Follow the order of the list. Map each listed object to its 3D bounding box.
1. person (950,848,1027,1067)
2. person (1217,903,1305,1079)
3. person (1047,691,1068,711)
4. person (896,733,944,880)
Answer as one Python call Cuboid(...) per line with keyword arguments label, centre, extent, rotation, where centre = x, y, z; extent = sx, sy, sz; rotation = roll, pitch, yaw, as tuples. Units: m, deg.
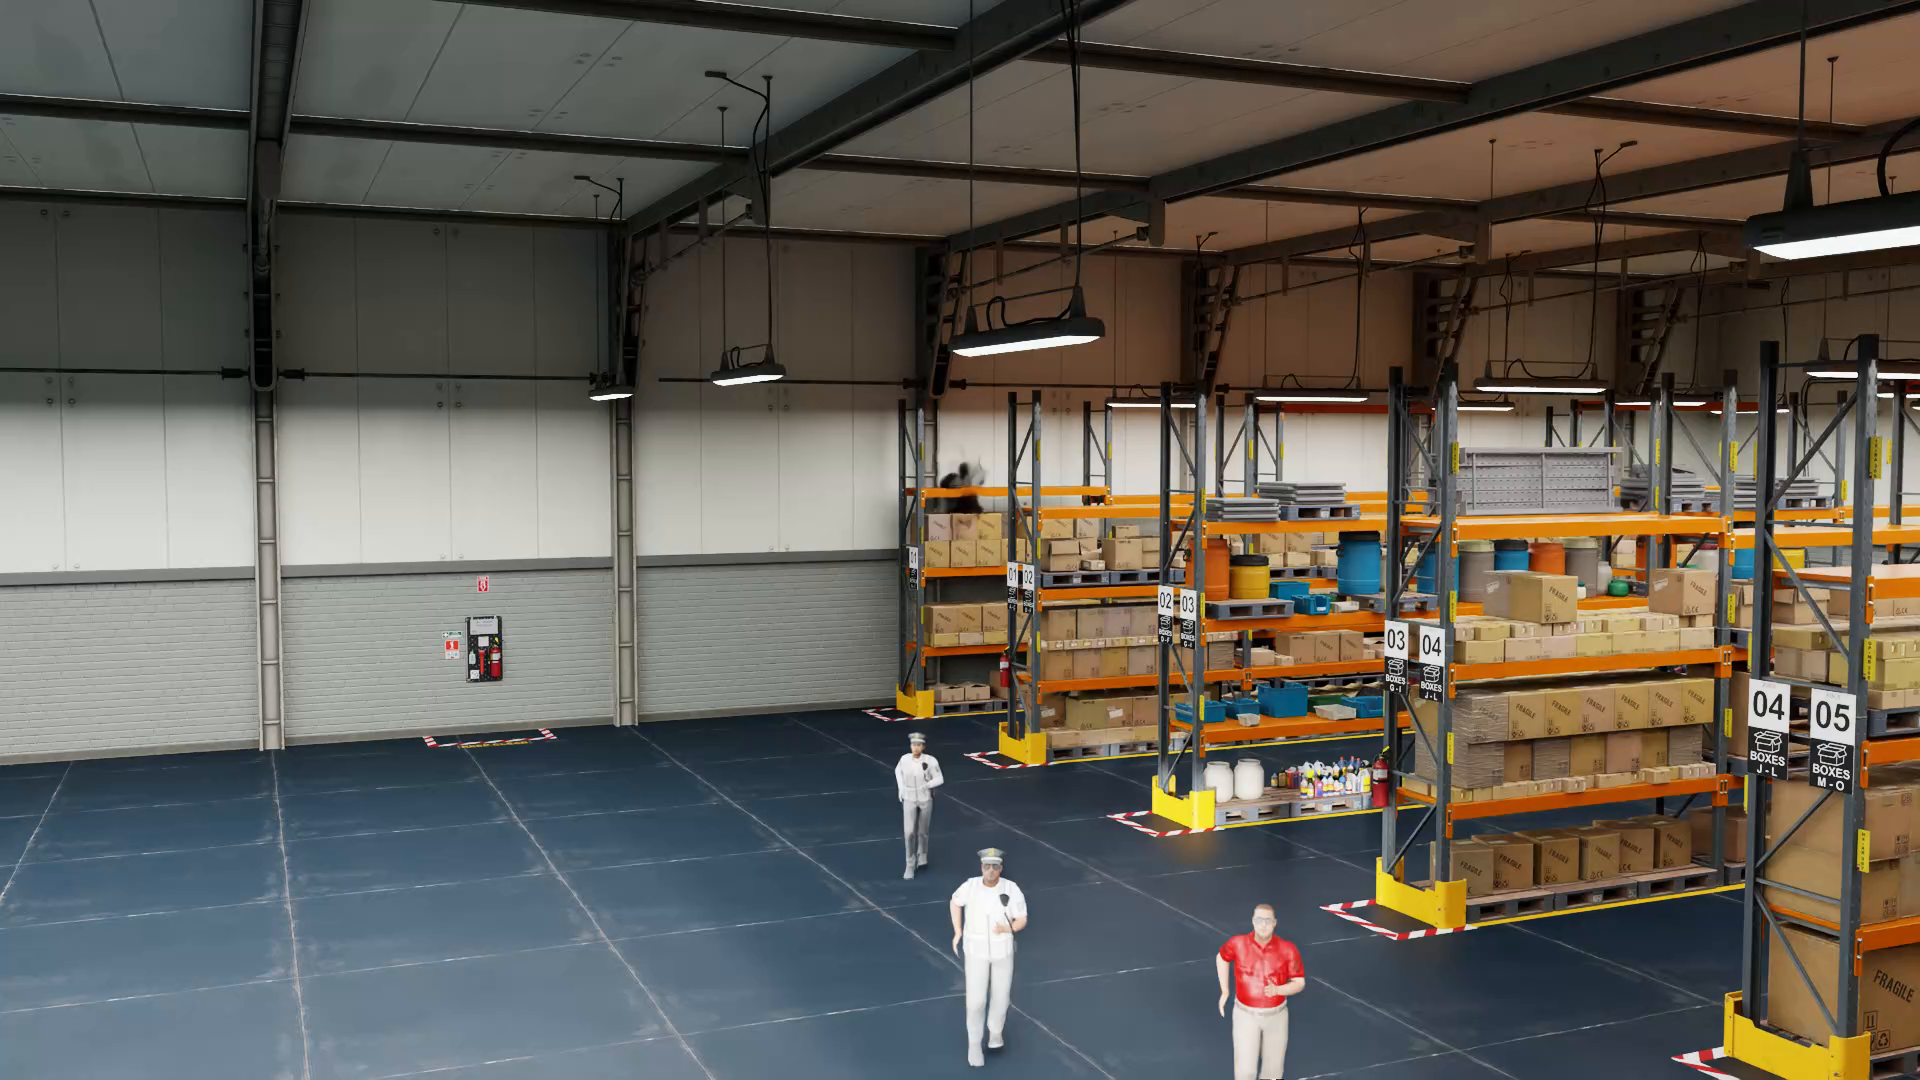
Cuboid(label="person", centre=(0.245, 3.477, 13.899), extent=(0.633, 1.826, 0.743), rotation=(0, 3, -3))
Cuboid(label="person", centre=(2.230, 3.592, 12.326), extent=(0.631, 1.798, 0.768), rotation=(0, 3, 6))
Cuboid(label="person", centre=(1.762, 2.633, 29.548), extent=(0.710, 1.644, 0.503), rotation=(-3, 4, -37))
Cuboid(label="person", centre=(-0.490, 3.164, 19.929), extent=(0.597, 1.748, 0.741), rotation=(0, 3, 2))
